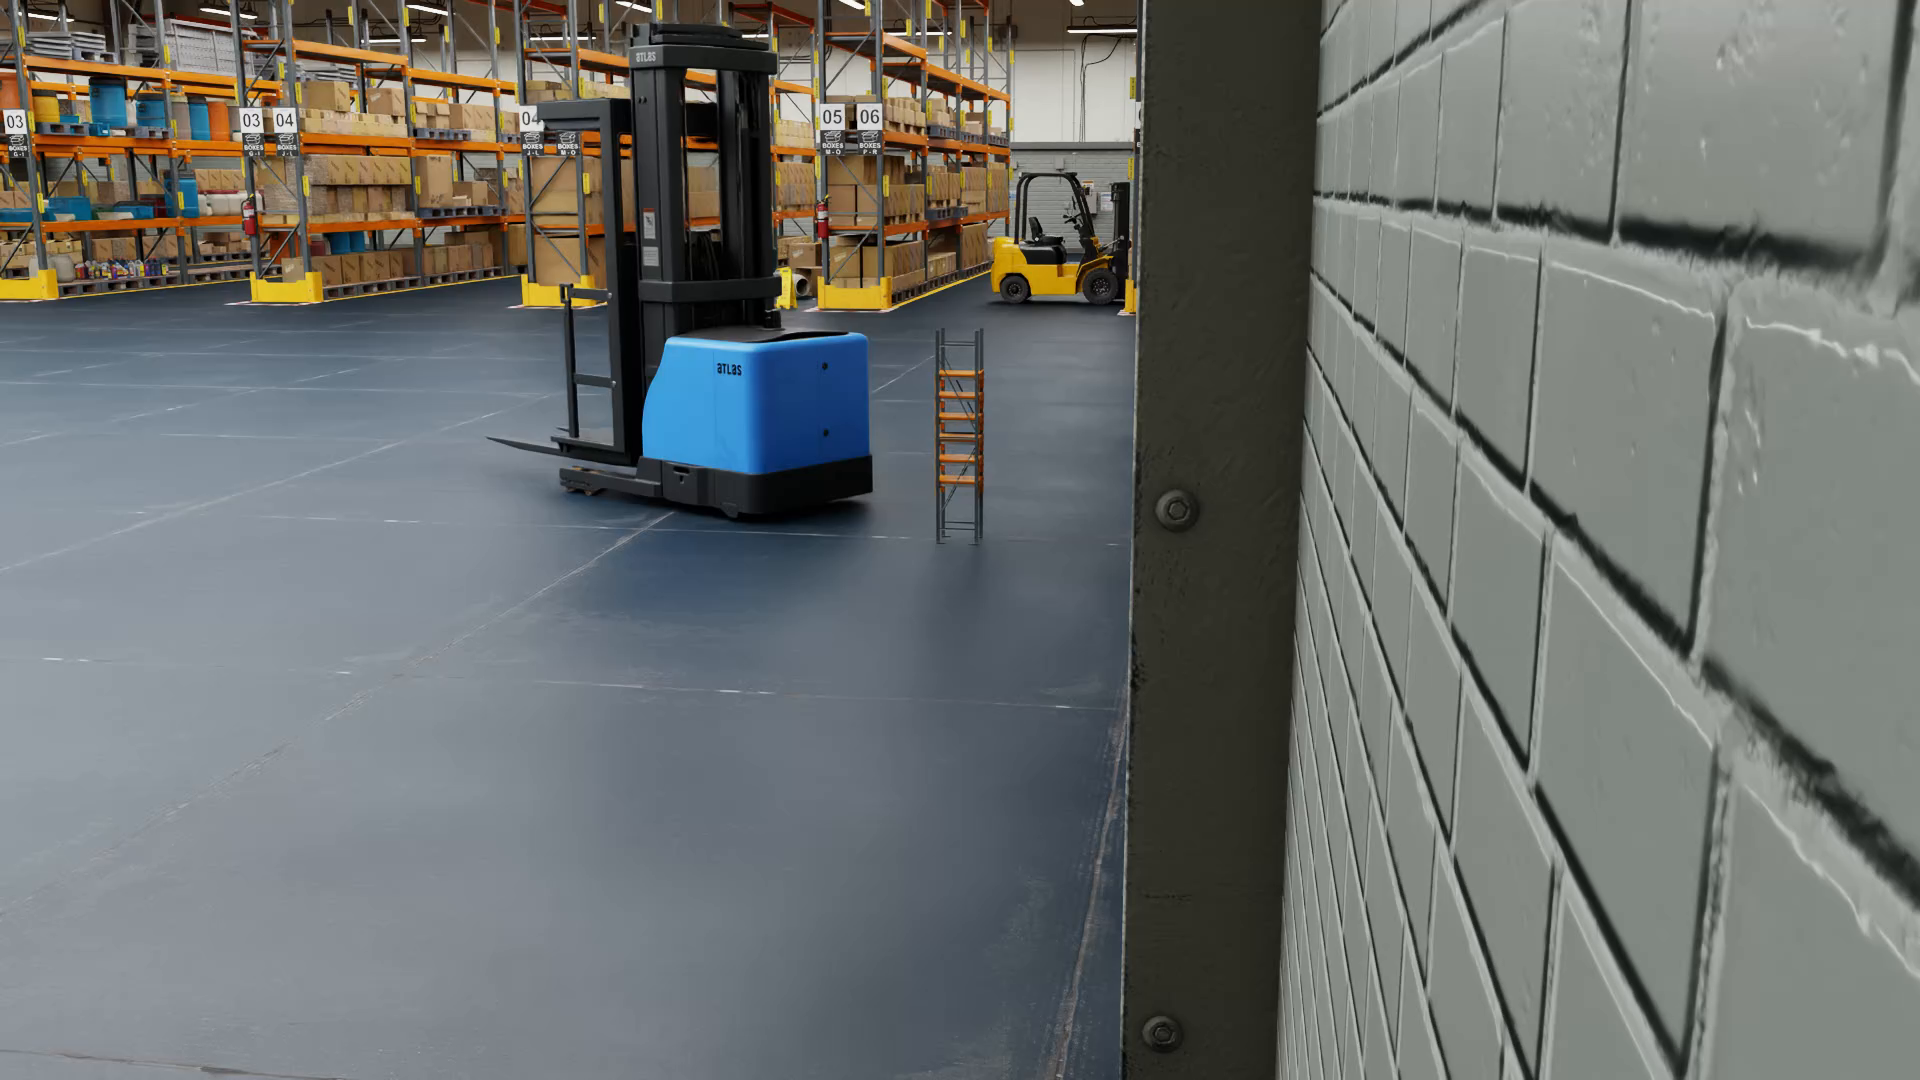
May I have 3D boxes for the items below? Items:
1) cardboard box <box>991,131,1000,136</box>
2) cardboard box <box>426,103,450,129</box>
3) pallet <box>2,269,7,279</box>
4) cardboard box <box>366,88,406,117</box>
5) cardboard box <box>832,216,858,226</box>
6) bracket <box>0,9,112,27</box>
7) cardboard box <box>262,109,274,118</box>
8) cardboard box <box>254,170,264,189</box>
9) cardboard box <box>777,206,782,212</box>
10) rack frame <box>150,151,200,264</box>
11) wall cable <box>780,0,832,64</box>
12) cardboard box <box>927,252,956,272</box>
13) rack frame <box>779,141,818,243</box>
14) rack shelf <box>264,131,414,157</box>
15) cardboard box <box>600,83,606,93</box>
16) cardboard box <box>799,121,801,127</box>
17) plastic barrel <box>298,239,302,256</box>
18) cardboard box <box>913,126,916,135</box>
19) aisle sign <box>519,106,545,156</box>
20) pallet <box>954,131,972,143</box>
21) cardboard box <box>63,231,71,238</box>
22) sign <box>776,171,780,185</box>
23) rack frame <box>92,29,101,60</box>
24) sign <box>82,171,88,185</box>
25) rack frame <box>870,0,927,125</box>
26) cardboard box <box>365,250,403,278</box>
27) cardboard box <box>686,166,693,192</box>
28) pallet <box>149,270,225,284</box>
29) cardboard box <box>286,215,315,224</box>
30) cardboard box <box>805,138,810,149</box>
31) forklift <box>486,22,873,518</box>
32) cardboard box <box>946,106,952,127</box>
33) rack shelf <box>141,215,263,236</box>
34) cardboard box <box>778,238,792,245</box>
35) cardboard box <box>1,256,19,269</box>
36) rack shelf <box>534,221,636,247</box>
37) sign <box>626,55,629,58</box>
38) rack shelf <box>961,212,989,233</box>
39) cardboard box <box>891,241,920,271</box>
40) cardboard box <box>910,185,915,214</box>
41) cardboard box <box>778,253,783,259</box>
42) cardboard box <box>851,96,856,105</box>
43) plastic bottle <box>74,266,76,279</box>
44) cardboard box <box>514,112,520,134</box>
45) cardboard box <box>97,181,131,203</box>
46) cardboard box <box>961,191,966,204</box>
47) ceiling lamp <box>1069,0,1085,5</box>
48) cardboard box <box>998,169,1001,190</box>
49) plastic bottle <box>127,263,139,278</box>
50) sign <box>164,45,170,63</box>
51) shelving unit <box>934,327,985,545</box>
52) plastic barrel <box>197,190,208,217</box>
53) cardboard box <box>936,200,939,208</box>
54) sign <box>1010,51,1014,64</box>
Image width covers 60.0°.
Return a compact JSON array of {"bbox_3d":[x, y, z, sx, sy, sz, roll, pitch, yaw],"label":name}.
[{"bbox_3d":[0.779,-9.956,40.812,0.380,0.149,0.250,1,12,4],"label":"cardboard box"},{"bbox_3d":[-10.578,-8.381,32.898,0.797,0.503,0.637,2,12,11],"label":"cardboard box"},{"bbox_3d":[-20.606,-5.481,34.425,1.003,0.211,1.213,2,12,9],"label":"pallet"},{"bbox_3d":[-10.710,-8.171,31.037,0.500,0.500,0.500,2,12,7],"label":"cardboard box"},{"bbox_3d":[-1.870,-5.176,26.986,0.380,0.149,0.250,2,12,11],"label":"cardboard box"},{"bbox_3d":[-24.282,-13.992,44.513,0.076,0.066,4.783,2,12,9],"label":"bracket"},{"bbox_3d":[-11.773,-7.191,28.029,0.380,0.149,0.250,2,12,9],"label":"cardboard box"},{"bbox_3d":[-18.709,-9.518,43.929,0.500,0.500,0.500,2,12,10],"label":"cardboard box"},{"bbox_3d":[-4.410,-7.777,39.055,0.380,0.149,0.250,2,12,11],"label":"cardboard box"},{"bbox_3d":[-19.450,-8.355,41.141,1.000,3.000,0.127,2,12,9],"label":"rack frame"},{"bbox_3d":[-4.772,-14.436,47.484,2.277,5.999,0.120,2,12,9],"label":"wall cable"},{"bbox_3d":[-0.582,-5.683,33.982,0.950,0.372,0.625,1,12,5],"label":"cardboard box"},{"bbox_3d":[-4.162,-8.684,42.668,1.000,3.000,0.127,2,12,9],"label":"rack frame"},{"bbox_3d":[-11.200,-7.066,29.748,1.077,0.370,4.000,2,12,9],"label":"rack shelf"},{"bbox_3d":[-6.138,-7.558,27.793,0.380,0.149,0.250,2,12,9],"label":"cardboard box"},{"bbox_3d":[-4.128,-10.227,40.929,0.380,0.149,0.250,2,12,7],"label":"cardboard box"},{"bbox_3d":[-15.115,-6.573,37.780,0.421,0.512,0.421,0,12,0],"label":"plastic barrel"},{"bbox_3d":[-0.989,-7.211,29.309,0.380,0.149,0.250,2,12,9],"label":"cardboard box"},{"bbox_3d":[-6.930,-6.619,26.916,0.394,0.787,0.004,2,12,9],"label":"aisle sign"},{"bbox_3d":[-0.439,-8.389,34.628,1.213,0.211,1.003,2,12,11],"label":"pallet"},{"bbox_3d":[-23.893,-7.973,44.304,0.700,0.500,0.500,1,12,7],"label":"cardboard box"},{"bbox_3d":[-4.228,-8.400,38.602,0.100,0.325,0.005,2,12,9],"label":"sign"},{"bbox_3d":[-23.730,-12.280,45.114,1.000,3.000,0.127,2,12,9],"label":"rack frame"},{"bbox_3d":[-19.516,-8.071,37.075,0.100,0.325,0.005,2,12,9],"label":"sign"},{"bbox_3d":[-1.101,-8.979,29.798,1.000,3.000,0.127,2,12,9],"label":"rack frame"},{"bbox_3d":[-10.994,-5.269,31.759,0.500,0.500,0.500,1,12,7],"label":"cardboard box"},{"bbox_3d":[-5.702,-7.145,32.914,0.700,0.500,0.500,2,12,8],"label":"cardboard box"},{"bbox_3d":[-15.704,-5.330,33.723,1.003,0.211,1.213,2,12,9],"label":"pallet"},{"bbox_3d":[-11.228,-5.464,28.322,0.380,0.149,0.250,2,12,9],"label":"cardboard box"},{"bbox_3d":[-4.041,-9.867,41.395,0.500,0.250,0.500,2,12,9],"label":"cardboard box"},{"bbox_3d":[-2.007,-1.796,10.872,3.031,2.935,1.130,10,16,39],"label":"forklift"},{"bbox_3d":[-0.576,-8.685,34.310,0.797,0.503,0.637,1,12,5],"label":"cardboard box"},{"bbox_3d":[-15.479,-6.593,34.673,1.077,0.370,4.000,2,12,9],"label":"rack shelf"},{"bbox_3d":[-4.291,-7.234,40.297,0.380,0.149,0.250,2,12,10],"label":"cardboard box"},{"bbox_3d":[-20.217,-5.841,35.005,0.500,0.250,0.500,1,12,7],"label":"cardboard box"},{"bbox_3d":[-6.315,-5.418,29.221,1.077,0.370,4.000,2,12,9],"label":"rack shelf"},{"bbox_3d":[-8.513,-12.273,42.677,0.100,0.325,0.005,2,12,9],"label":"sign"},{"bbox_3d":[-0.178,-6.944,36.302,1.077,0.370,4.000,2,12,9],"label":"rack shelf"},{"bbox_3d":[-1.003,-5.036,29.493,0.500,0.500,0.500,2,12,10],"label":"cardboard box"},{"bbox_3d":[-1.071,-5.925,28.922,0.500,0.500,0.500,2,12,10],"label":"cardboard box"},{"bbox_3d":[-4.403,-6.728,39.364,0.380,0.149,0.250,1,12,6],"label":"cardboard box"},{"bbox_3d":[-1.878,-7.080,26.808,0.380,0.149,0.250,2,12,10],"label":"cardboard box"},{"bbox_3d":[-16.553,-5.004,30.997,0.061,0.283,0.133,2,12,10],"label":"plastic bottle"},{"bbox_3d":[-9.984,-9.348,37.389,0.797,0.503,0.637,2,12,8],"label":"cardboard box"},{"bbox_3d":[-19.750,-8.095,38.702,0.700,0.500,0.500,4,13,19],"label":"cardboard box"},{"bbox_3d":[-0.163,-7.148,34.710,0.500,0.250,0.500,2,12,8],"label":"cardboard box"},{"bbox_3d":[2.735,-13.235,35.689,0.800,3.185,2.000,2,12,9],"label":"ceiling lamp"},{"bbox_3d":[0.696,-8.657,39.932,0.500,0.500,0.500,2,12,8],"label":"cardboard box"},{"bbox_3d":[-15.709,-5.127,31.586,0.152,0.276,0.135,2,12,10],"label":"plastic bottle"},{"bbox_3d":[-15.245,-9.338,31.962,0.100,0.325,0.005,2,12,9],"label":"sign"},{"bbox_3d":[-0.002,-0.584,9.353,0.258,1.200,0.189,2,12,9],"label":"shelving unit"},{"bbox_3d":[-15.423,-6.787,33.542,0.433,0.535,0.433,0,12,0],"label":"plastic barrel"},{"bbox_3d":[-0.607,-6.399,31.666,0.380,0.149,0.250,2,12,10],"label":"cardboard box"},{"bbox_3d":[1.279,-11.952,41.187,0.100,0.325,0.005,2,12,9],"label":"sign"}]
